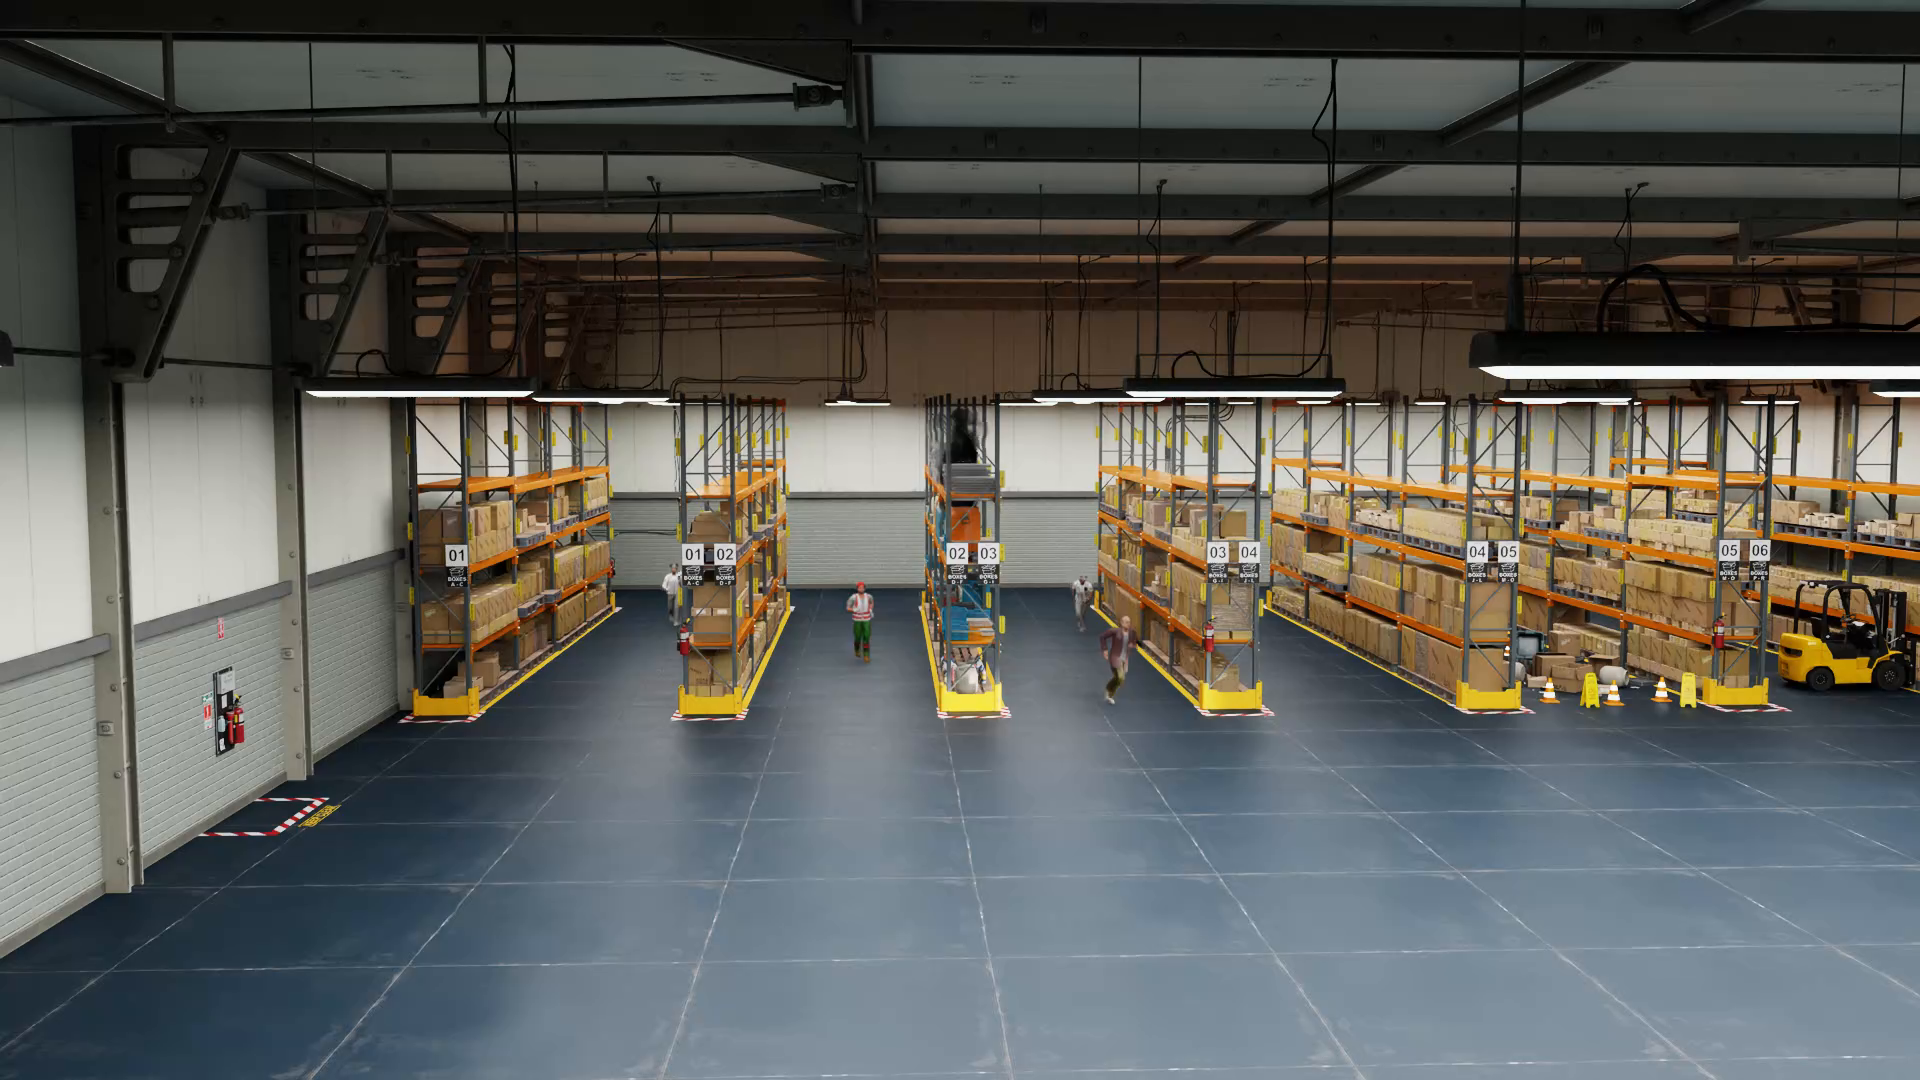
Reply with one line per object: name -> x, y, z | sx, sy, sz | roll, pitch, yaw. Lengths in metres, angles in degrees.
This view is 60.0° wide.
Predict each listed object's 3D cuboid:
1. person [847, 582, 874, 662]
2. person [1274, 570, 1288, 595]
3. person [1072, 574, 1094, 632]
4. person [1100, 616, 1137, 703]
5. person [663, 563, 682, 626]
person -> -2.236, 1.826, 37.626 | 0.657, 1.776, 0.968 | -1, 5, -14
person -> 9.519, 0.999, 49.106 | 0.879, 1.764, 0.708 | 2, 5, 25
person -> 3.181, 1.608, 42.999 | 0.579, 1.514, 0.999 | 1, 5, 7
person -> 3.102, 2.314, 32.225 | 0.667, 1.700, 0.714 | -3, 5, -31
person -> -7.525, 1.434, 43.870 | 0.625, 1.642, 0.723 | -1, 5, -8
